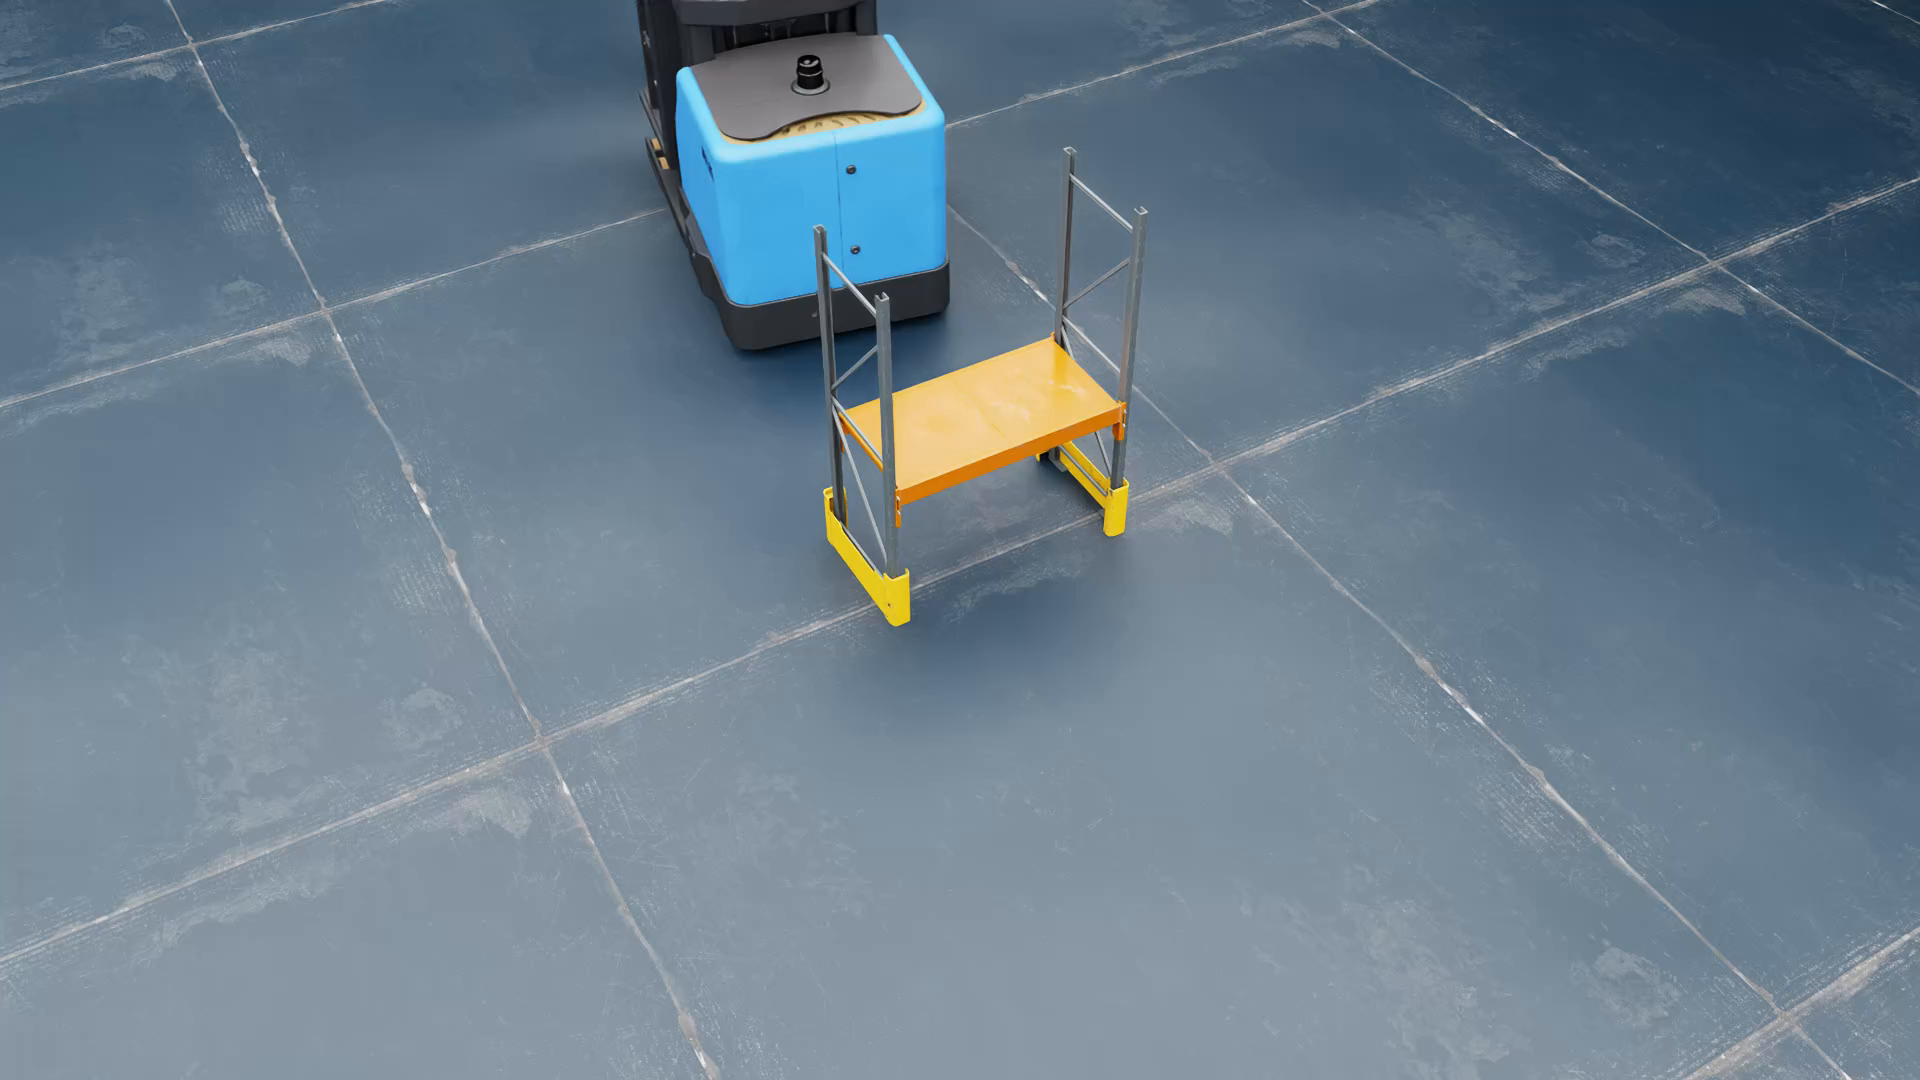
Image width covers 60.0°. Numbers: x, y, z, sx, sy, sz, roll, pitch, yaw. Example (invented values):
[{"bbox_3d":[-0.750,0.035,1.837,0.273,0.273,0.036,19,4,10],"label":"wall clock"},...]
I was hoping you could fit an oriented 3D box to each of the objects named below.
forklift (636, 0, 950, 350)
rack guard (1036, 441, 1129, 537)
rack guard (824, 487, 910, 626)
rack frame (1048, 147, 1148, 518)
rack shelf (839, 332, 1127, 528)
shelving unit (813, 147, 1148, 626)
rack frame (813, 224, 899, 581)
[{"bbox_3d":[-1.010,-2.955,7.691,1.130,2.935,3.031,-14,46,-14],"label":"forklift"},{"bbox_3d":[0.498,-0.289,6.868,0.087,0.250,0.587,-22,48,-21],"label":"rack guard"},{"bbox_3d":[-0.366,0.057,6.512,0.087,0.250,0.587,-22,48,-21],"label":"rack guard"},{"bbox_3d":[0.515,-0.744,6.440,0.032,1.500,0.500,-22,48,-21],"label":"rack frame"},{"bbox_3d":[0.074,-0.439,6.383,1.000,0.185,0.538,-22,48,-21],"label":"rack shelf"},{"bbox_3d":[0.066,-0.565,6.255,1.083,1.500,0.587,-22,48,-21],"label":"shelving unit"},{"bbox_3d":[-0.367,-0.391,6.076,0.032,1.500,0.500,-22,48,-21],"label":"rack frame"}]
